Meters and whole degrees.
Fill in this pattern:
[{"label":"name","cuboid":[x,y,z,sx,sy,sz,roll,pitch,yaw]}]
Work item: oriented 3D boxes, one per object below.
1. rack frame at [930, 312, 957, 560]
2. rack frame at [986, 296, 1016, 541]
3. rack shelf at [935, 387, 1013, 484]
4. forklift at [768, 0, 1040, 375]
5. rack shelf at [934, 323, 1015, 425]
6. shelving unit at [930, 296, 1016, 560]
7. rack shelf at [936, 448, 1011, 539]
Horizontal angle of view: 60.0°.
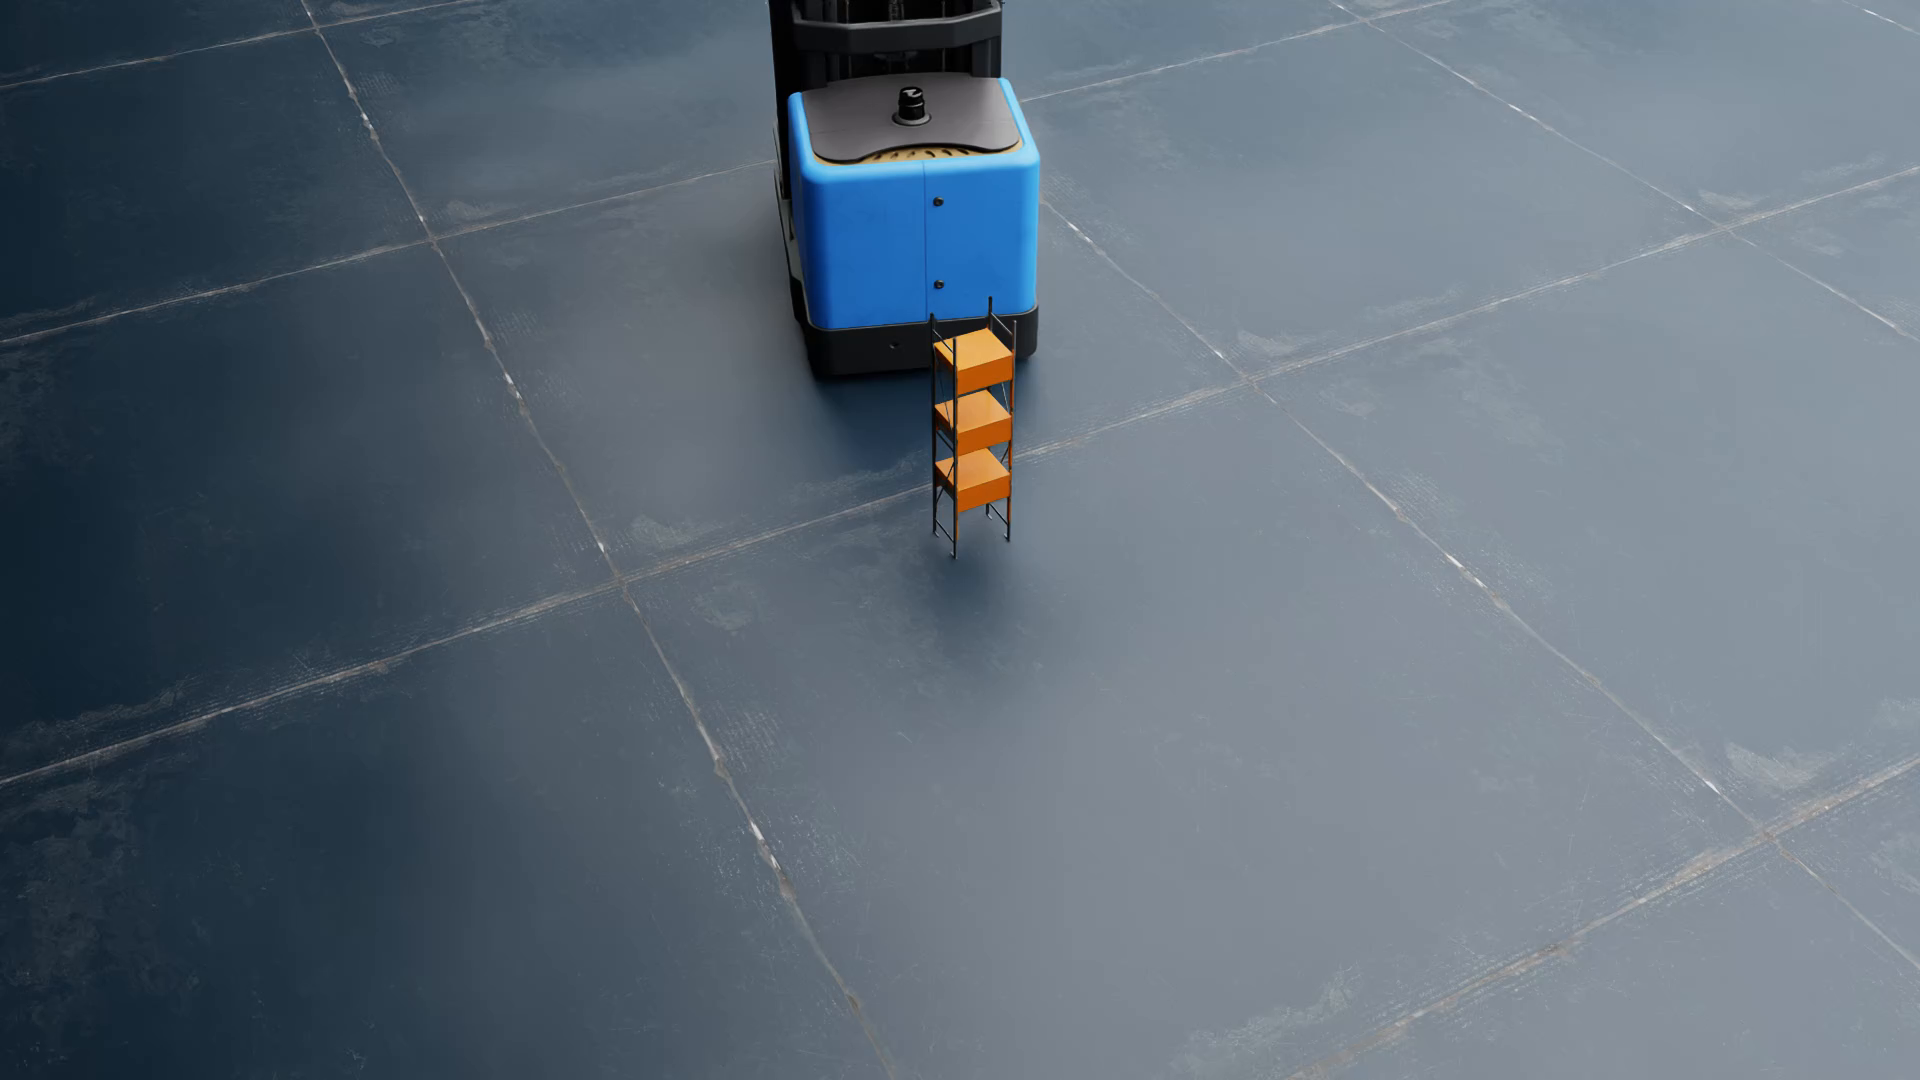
[{"label":"rack frame","cuboid":[-0.061,-0.380,6.387,0.008,1.050,0.200,-19,44,-21]},{"label":"rack frame","cuboid":[0.156,-0.453,6.473,0.008,1.050,0.200,-19,44,-21]},{"label":"rack shelf","cuboid":[0.047,-0.409,6.437,0.240,0.259,0.215,-19,44,-21]},{"label":"forklift","cuboid":[-0.384,-2.816,7.809,1.130,2.935,3.031,-6,41,-7]},{"label":"rack shelf","cuboid":[0.047,-0.625,6.253,0.240,0.259,0.215,-19,44,-21]},{"label":"shelving unit","cuboid":[0.047,-0.417,6.430,0.252,1.050,0.215,-19,44,-21]},{"label":"rack shelf","cuboid":[0.047,-0.196,6.616,0.240,0.259,0.215,-19,44,-21]}]
